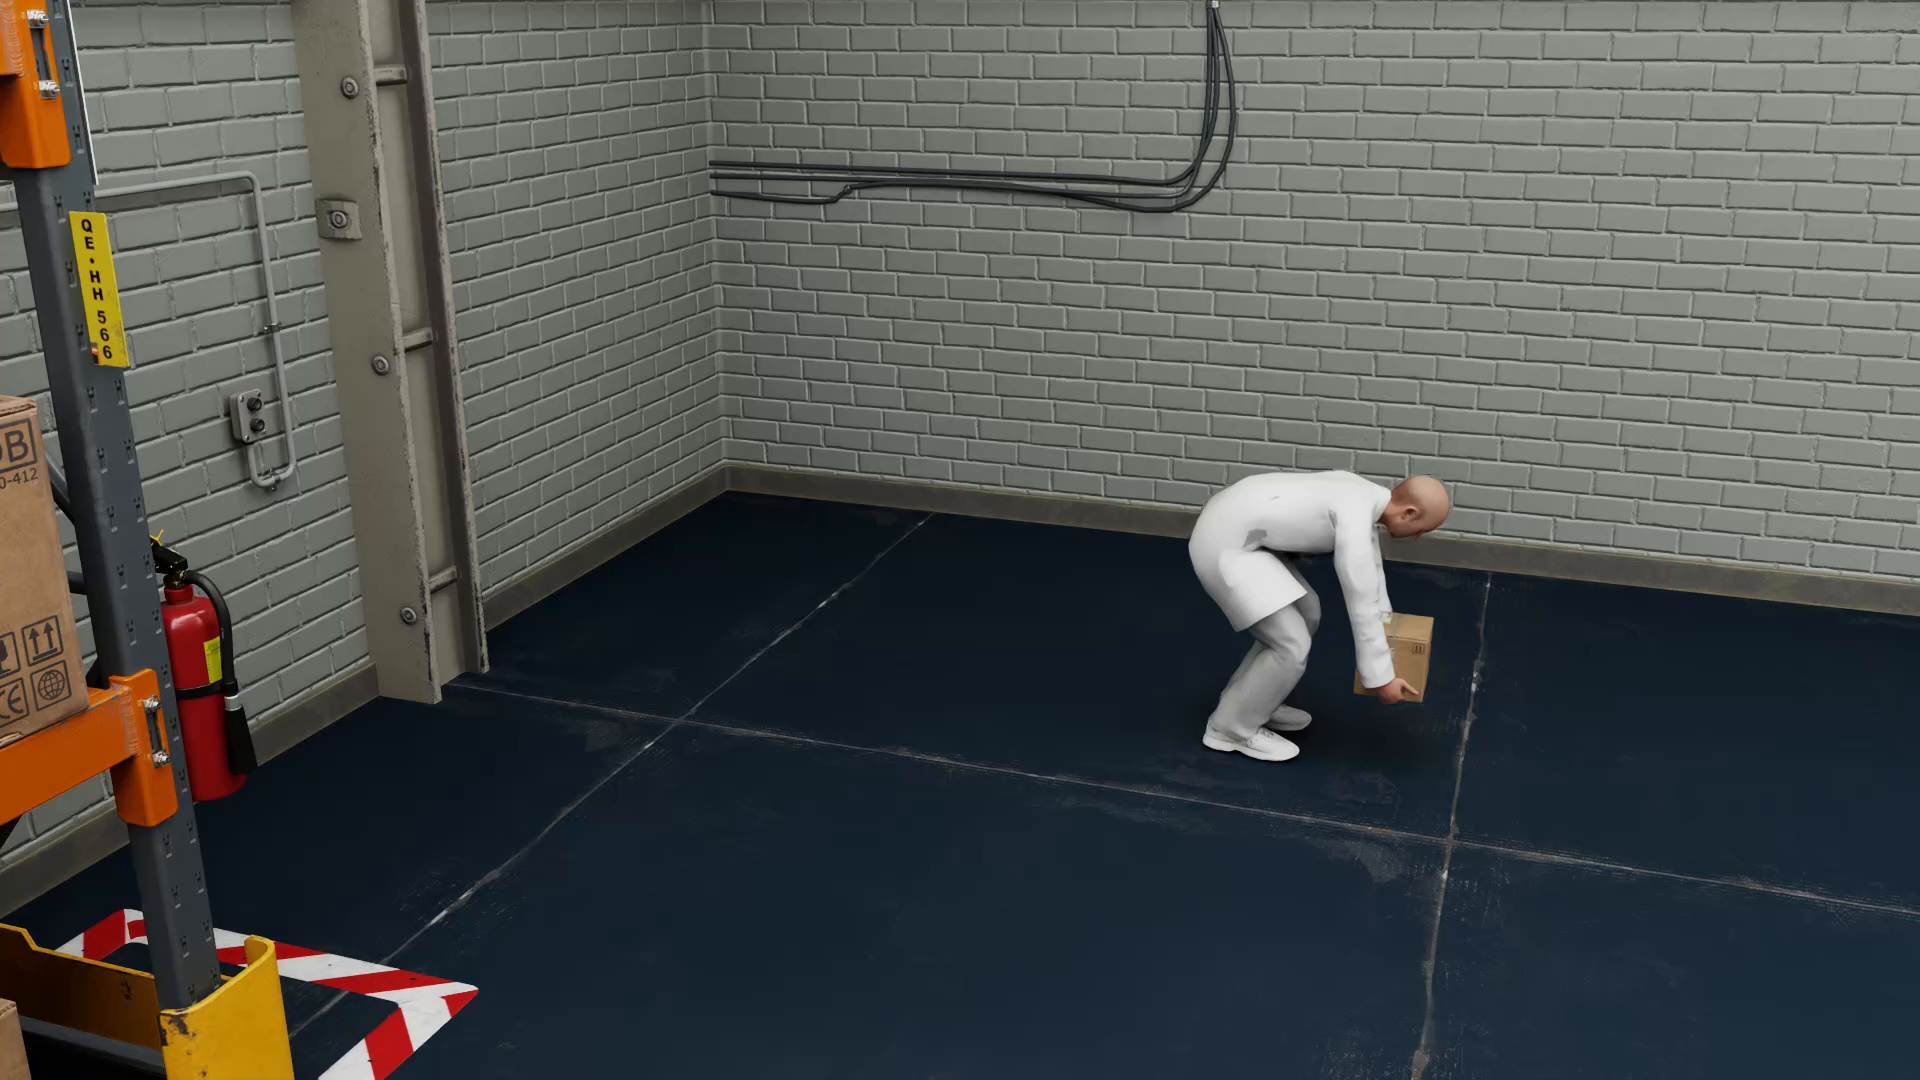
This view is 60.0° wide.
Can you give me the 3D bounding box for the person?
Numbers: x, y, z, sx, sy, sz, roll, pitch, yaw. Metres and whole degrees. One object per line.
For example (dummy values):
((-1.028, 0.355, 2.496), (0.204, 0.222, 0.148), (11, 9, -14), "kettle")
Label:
((1.333, 0.270, 6.318), (0.940, 1.117, 0.587), (5, 19, 16), "person")
